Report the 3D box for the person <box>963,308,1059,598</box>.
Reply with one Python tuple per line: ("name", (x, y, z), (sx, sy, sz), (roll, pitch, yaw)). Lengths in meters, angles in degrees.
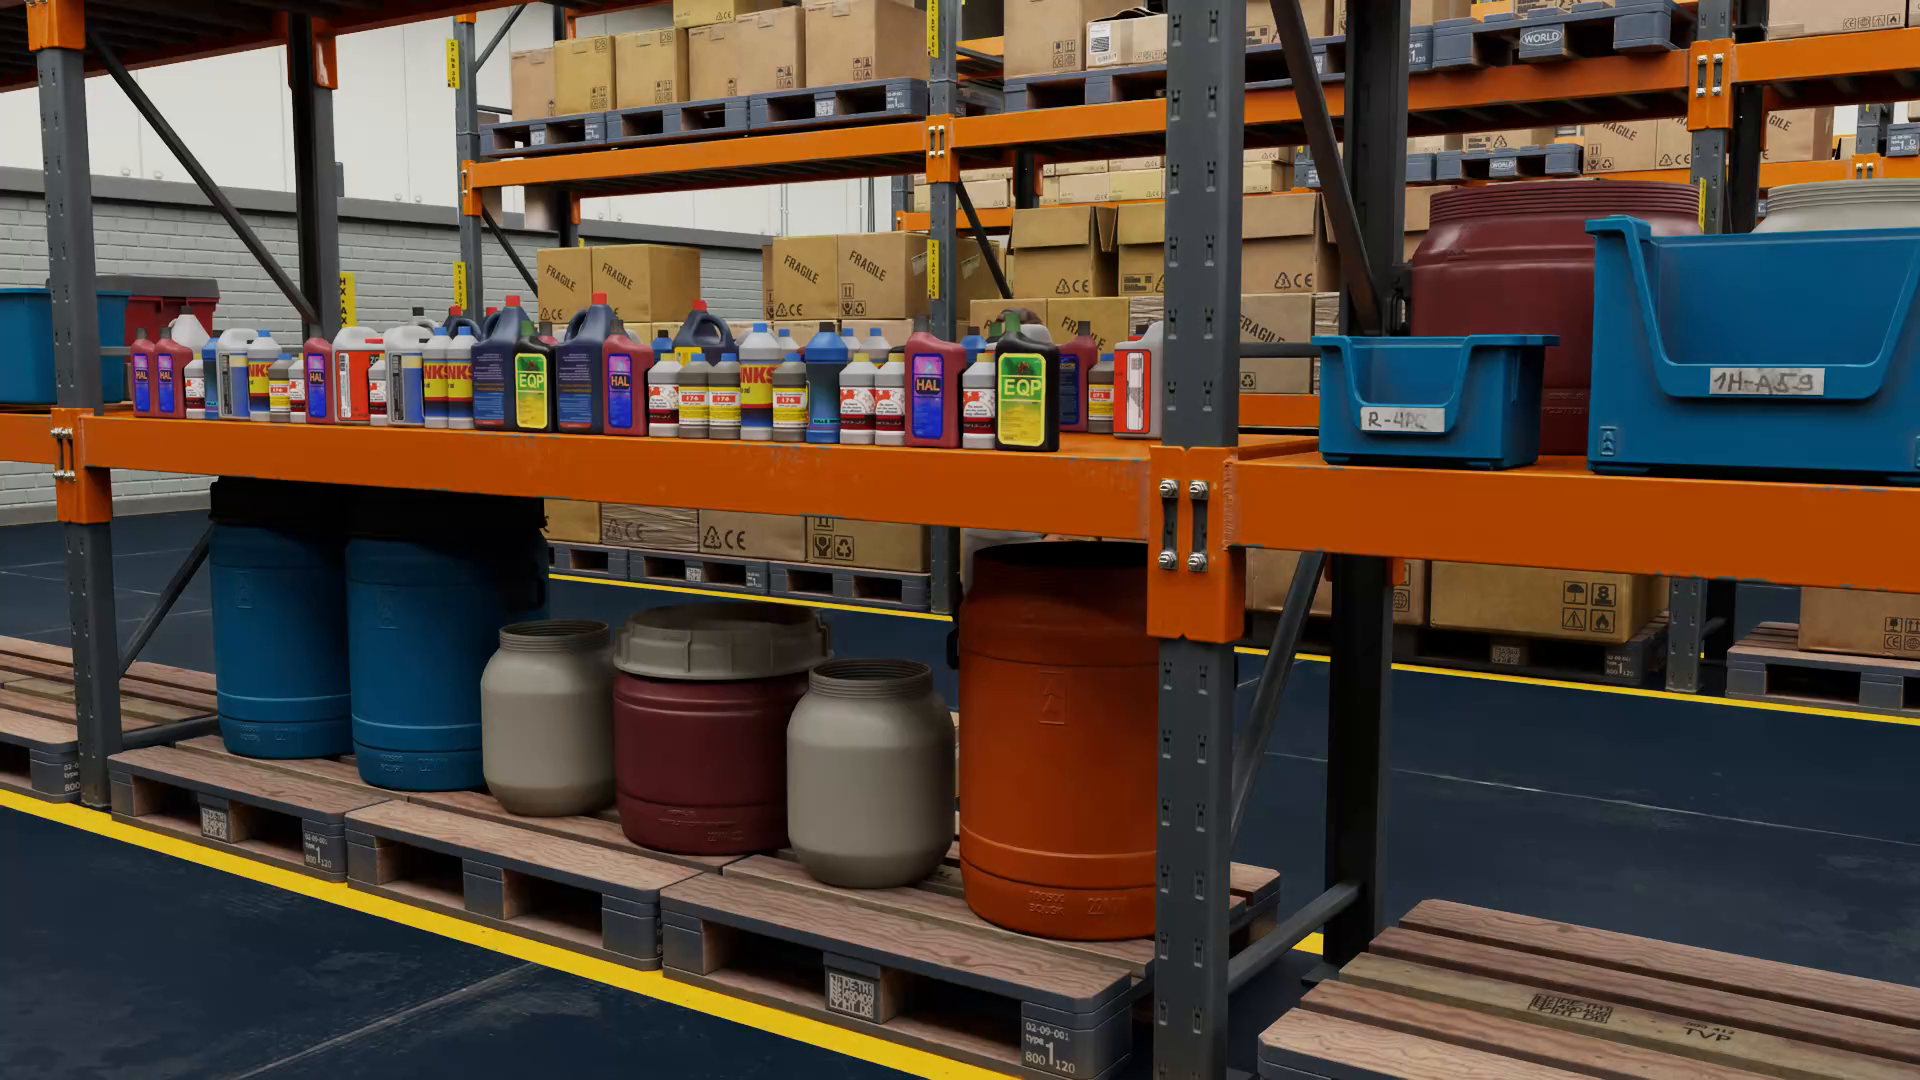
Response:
("person", (0.200, -0.001, 6.055), (0.437, 1.674, 0.365), (5, 8, 35))
